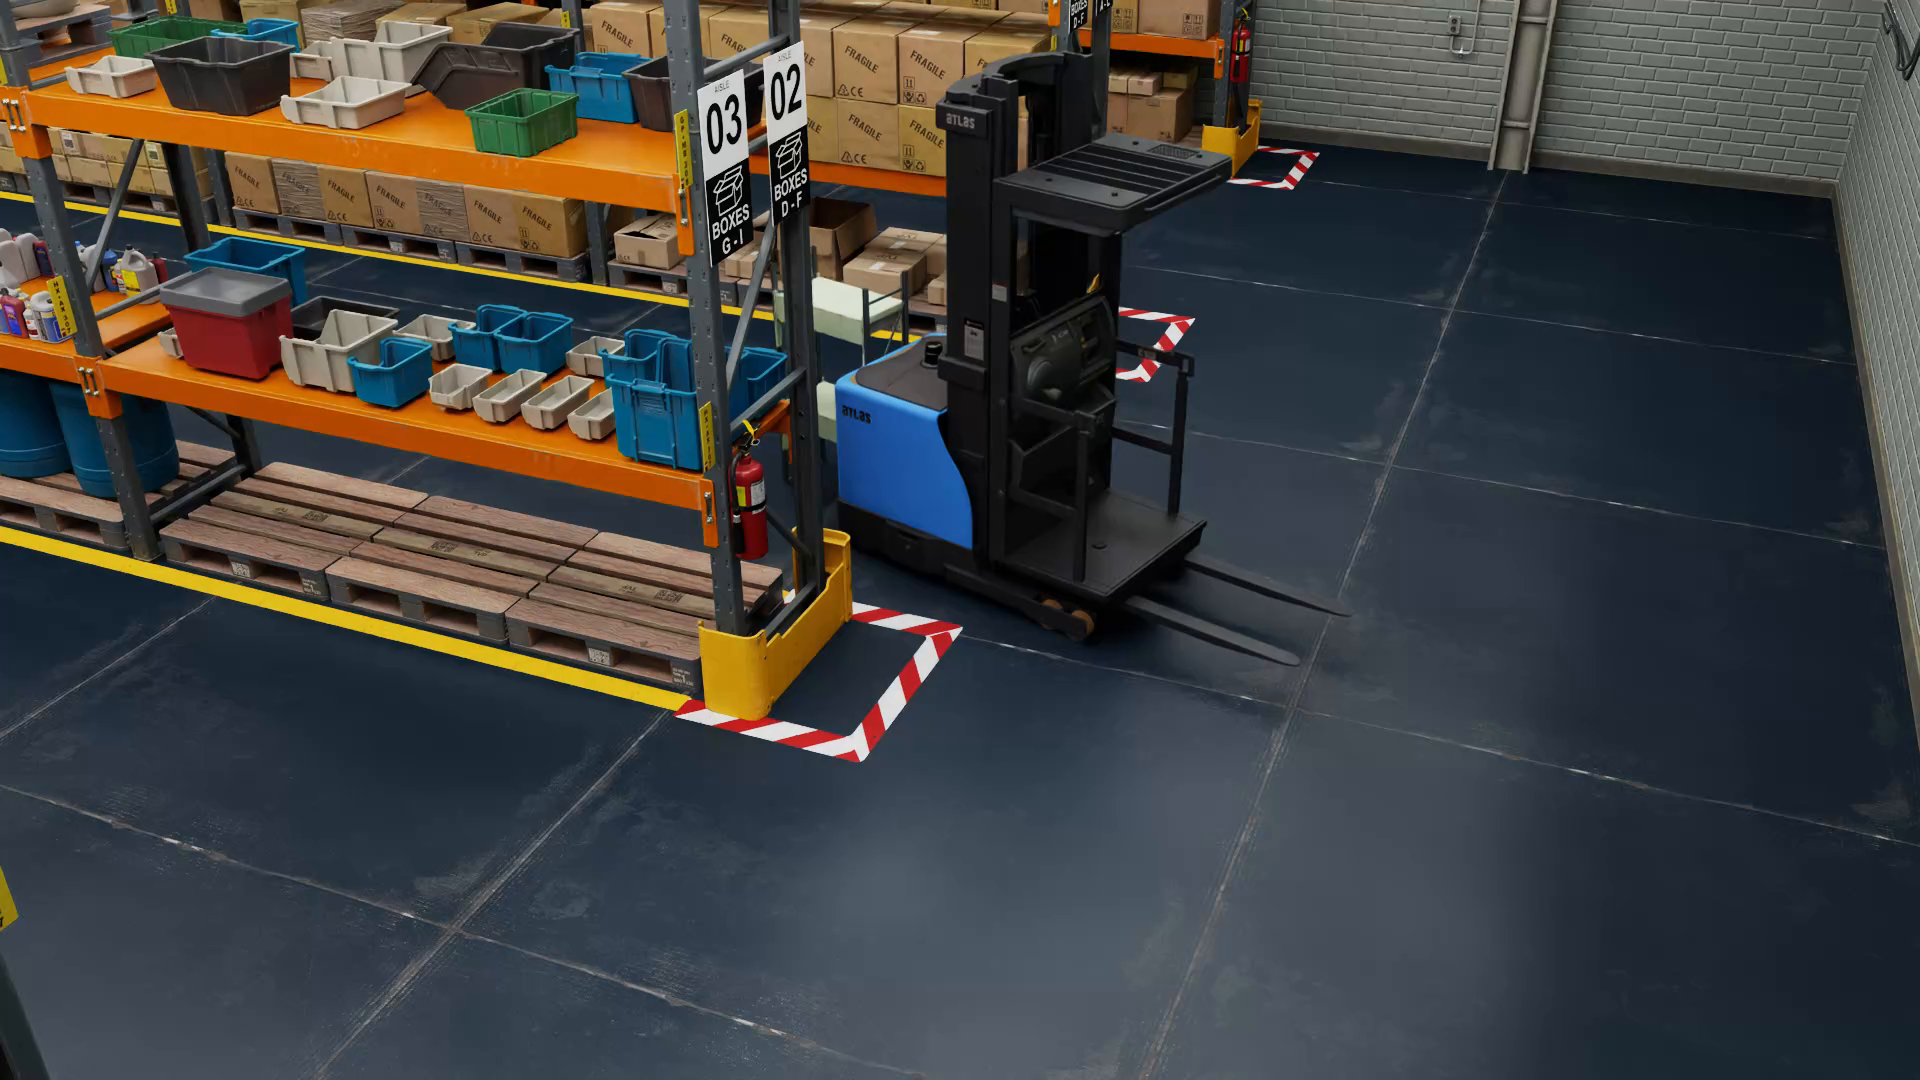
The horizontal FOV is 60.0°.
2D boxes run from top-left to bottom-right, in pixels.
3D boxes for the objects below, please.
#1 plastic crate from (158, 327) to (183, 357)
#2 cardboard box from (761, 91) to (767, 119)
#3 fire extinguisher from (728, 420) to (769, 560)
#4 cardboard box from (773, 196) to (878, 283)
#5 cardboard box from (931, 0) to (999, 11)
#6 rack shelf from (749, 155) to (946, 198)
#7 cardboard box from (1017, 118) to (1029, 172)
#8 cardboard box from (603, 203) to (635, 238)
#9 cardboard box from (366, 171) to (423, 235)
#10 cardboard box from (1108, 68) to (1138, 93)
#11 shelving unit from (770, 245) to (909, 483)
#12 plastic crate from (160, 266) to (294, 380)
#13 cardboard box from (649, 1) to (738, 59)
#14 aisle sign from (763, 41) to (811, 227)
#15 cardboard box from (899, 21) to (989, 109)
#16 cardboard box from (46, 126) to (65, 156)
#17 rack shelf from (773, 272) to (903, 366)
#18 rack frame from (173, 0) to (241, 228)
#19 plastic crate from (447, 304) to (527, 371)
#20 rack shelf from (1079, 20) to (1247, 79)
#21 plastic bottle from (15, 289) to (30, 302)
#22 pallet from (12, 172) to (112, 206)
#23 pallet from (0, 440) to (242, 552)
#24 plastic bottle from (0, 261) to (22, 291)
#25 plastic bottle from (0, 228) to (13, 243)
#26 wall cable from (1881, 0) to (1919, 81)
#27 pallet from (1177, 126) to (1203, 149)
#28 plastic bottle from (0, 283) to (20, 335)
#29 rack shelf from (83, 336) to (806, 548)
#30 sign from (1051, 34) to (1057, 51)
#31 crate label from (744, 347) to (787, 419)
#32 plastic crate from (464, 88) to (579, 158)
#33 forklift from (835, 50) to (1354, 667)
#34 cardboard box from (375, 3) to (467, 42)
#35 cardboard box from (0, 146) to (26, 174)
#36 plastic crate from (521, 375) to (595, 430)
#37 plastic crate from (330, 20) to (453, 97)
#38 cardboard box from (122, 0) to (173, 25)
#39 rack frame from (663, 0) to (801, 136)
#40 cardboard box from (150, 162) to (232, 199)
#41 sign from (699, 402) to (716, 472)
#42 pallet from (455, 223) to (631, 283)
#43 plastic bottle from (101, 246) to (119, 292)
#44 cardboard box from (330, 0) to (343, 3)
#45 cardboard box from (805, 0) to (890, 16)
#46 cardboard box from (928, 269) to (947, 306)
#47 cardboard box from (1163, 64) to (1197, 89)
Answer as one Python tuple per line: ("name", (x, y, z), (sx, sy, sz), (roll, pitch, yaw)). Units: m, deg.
("plastic crate", (-4.321, -1.166, 9.382), (0.243, 0.136, 0.396), (11, 31, 19))
("cardboard box", (-1.525, -3.302, 12.852), (0.500, 0.500, 0.500), (11, 31, 19))
("fire extinguisher", (-1.023, -0.234, 7.985), (0.183, 0.674, 0.296), (11, 31, 19))
("cardboard box", (-1.090, -2.423, 13.489), (0.637, 0.503, 0.797), (11, 31, 19))
("cardboard box", (0.197, -5.808, 17.084), (0.700, 0.700, 0.980), (10, 31, 18))
("rack shelf", (-0.979, -2.980, 13.117), (4.000, 0.370, 1.077), (11, 31, 19))
("cardboard box", (0.356, -2.926, 12.187), (0.500, 0.500, 0.500), (12, 32, 21))
("cardboard box", (-3.189, -2.967, 14.456), (0.500, 0.500, 0.500), (10, 31, 17))
("cardboard box", (-4.789, -3.009, 14.529), (0.500, 0.500, 0.500), (10, 31, 17))
("cardboard box", (1.622, -4.631, 16.761), (0.250, 0.149, 0.380), (12, 32, 20))
("shelving unit", (-0.733, -0.997, 10.401), (0.755, 1.500, 0.431), (21, 35, 32))
("plastic crate", (-3.965, -1.180, 9.075), (0.583, 0.464, 0.402), (11, 31, 19))
("cardboard box", (-2.024, -3.831, 12.774), (0.500, 0.500, 0.500), (10, 31, 18))
("aisle sign", (-0.814, -1.919, 7.867), (0.004, 0.787, 0.394), (11, 31, 19))
("cardboard box", (-0.110, -3.452, 12.103), (0.500, 0.500, 0.500), (12, 32, 20))
("cardboard box", (-8.531, -3.899, 15.810), (0.500, 0.311, 0.500), (12, 32, 20))
("rack shelf", (-0.733, -1.337, 10.209), (0.720, 0.370, 0.431), (21, 35, 32))
("rack frame", (-6.539, -4.403, 14.903), (0.127, 3.000, 1.000), (11, 31, 19))
("plastic crate", (-2.595, -1.114, 9.192), (0.300, 0.233, 0.416), (11, 31, 19))
("rack shelf", (0.880, -5.240, 17.114), (4.000, 0.370, 1.077), (11, 31, 19))
("plastic bottle", (-5.494, -1.372, 9.743), (0.097, 0.201, 0.097), (0, 29, 0))
("pallet", (-8.414, -3.586, 16.291), (1.213, 0.211, 1.003), (11, 31, 19))
("pallet", (-5.398, -0.353, 10.572), (1.213, 0.211, 1.003), (11, 31, 19))
("plastic bottle", (-5.619, -1.471, 9.765), (0.185, 0.351, 0.144), (11, 31, 19))
("plastic bottle", (-6.057, -1.825, 10.468), (0.135, 0.276, 0.152), (11, 31, 19))
("wall cable", (7.839, -5.233, 13.431), (0.112, 2.526, 3.097), (11, 31, 19))
("pallet", (1.962, -4.081, 17.167), (1.213, 0.211, 1.003), (11, 31, 19))
("plastic bottle", (-5.524, -1.345, 9.618), (0.135, 0.276, 0.152), (11, 31, 19))
("rack shelf", (-2.845, -0.722, 9.122), (4.000, 0.370, 1.077), (11, 31, 19))
("sign", (0.647, -3.316, 11.481), (0.005, 0.325, 0.100), (11, 31, 19))
("crate label", (-1.097, -0.815, 8.663), (0.303, 0.233, 0.416), (11, 31, 19))
("plastic crate", (-2.013, -1.931, 7.697), (0.336, 0.188, 0.450), (11, 31, 19))
("forklift", (0.735, -1.015, 8.979), (3.031, 2.935, 1.130), (21, 35, 32))
("cardboard box", (-4.493, -4.188, 13.995), (0.500, 0.500, 0.700), (4, 30, 6))
("cardboard box", (-9.011, -3.752, 16.118), (0.500, 0.250, 0.500), (10, 31, 18))
("plastic crate", (-2.079, -0.705, 8.568), (0.243, 0.136, 0.396), (11, 31, 19))
("plastic crate", (-2.930, -2.471, 8.556), (0.530, 0.282, 0.437), (11, 31, 19))
("cardboard box", (-10.297, -6.813, 21.260), (0.500, 0.500, 0.700), (9, 31, 16))
("rack frame", (-0.992, -3.277, 6.814), (0.127, 3.000, 1.000), (11, 31, 19))
("cardboard box", (-7.118, -3.375, 15.452), (0.500, 0.250, 0.500), (12, 32, 20))
("sign", (-1.184, -0.483, 7.801), (0.005, 0.325, 0.100), (11, 31, 19))
("pallet", (-3.601, -2.583, 14.516), (1.213, 0.211, 1.003), (11, 31, 19))
("plastic bottle", (-5.206, -1.668, 10.194), (0.097, 0.271, 0.097), (0, 29, 0))
("cardboard box", (-7.289, -6.624, 20.163), (0.500, 0.250, 0.500), (11, 31, 18))
("cardboard box", (-0.858, -3.886, 12.871), (0.500, 0.500, 0.500), (11, 31, 19))
("cardboard box", (-0.064, -1.986, 13.058), (0.250, 0.166, 0.380), (11, 31, 19))
("cardboard box", (2.238, -4.712, 16.903), (0.250, 0.149, 0.380), (12, 31, 19))
